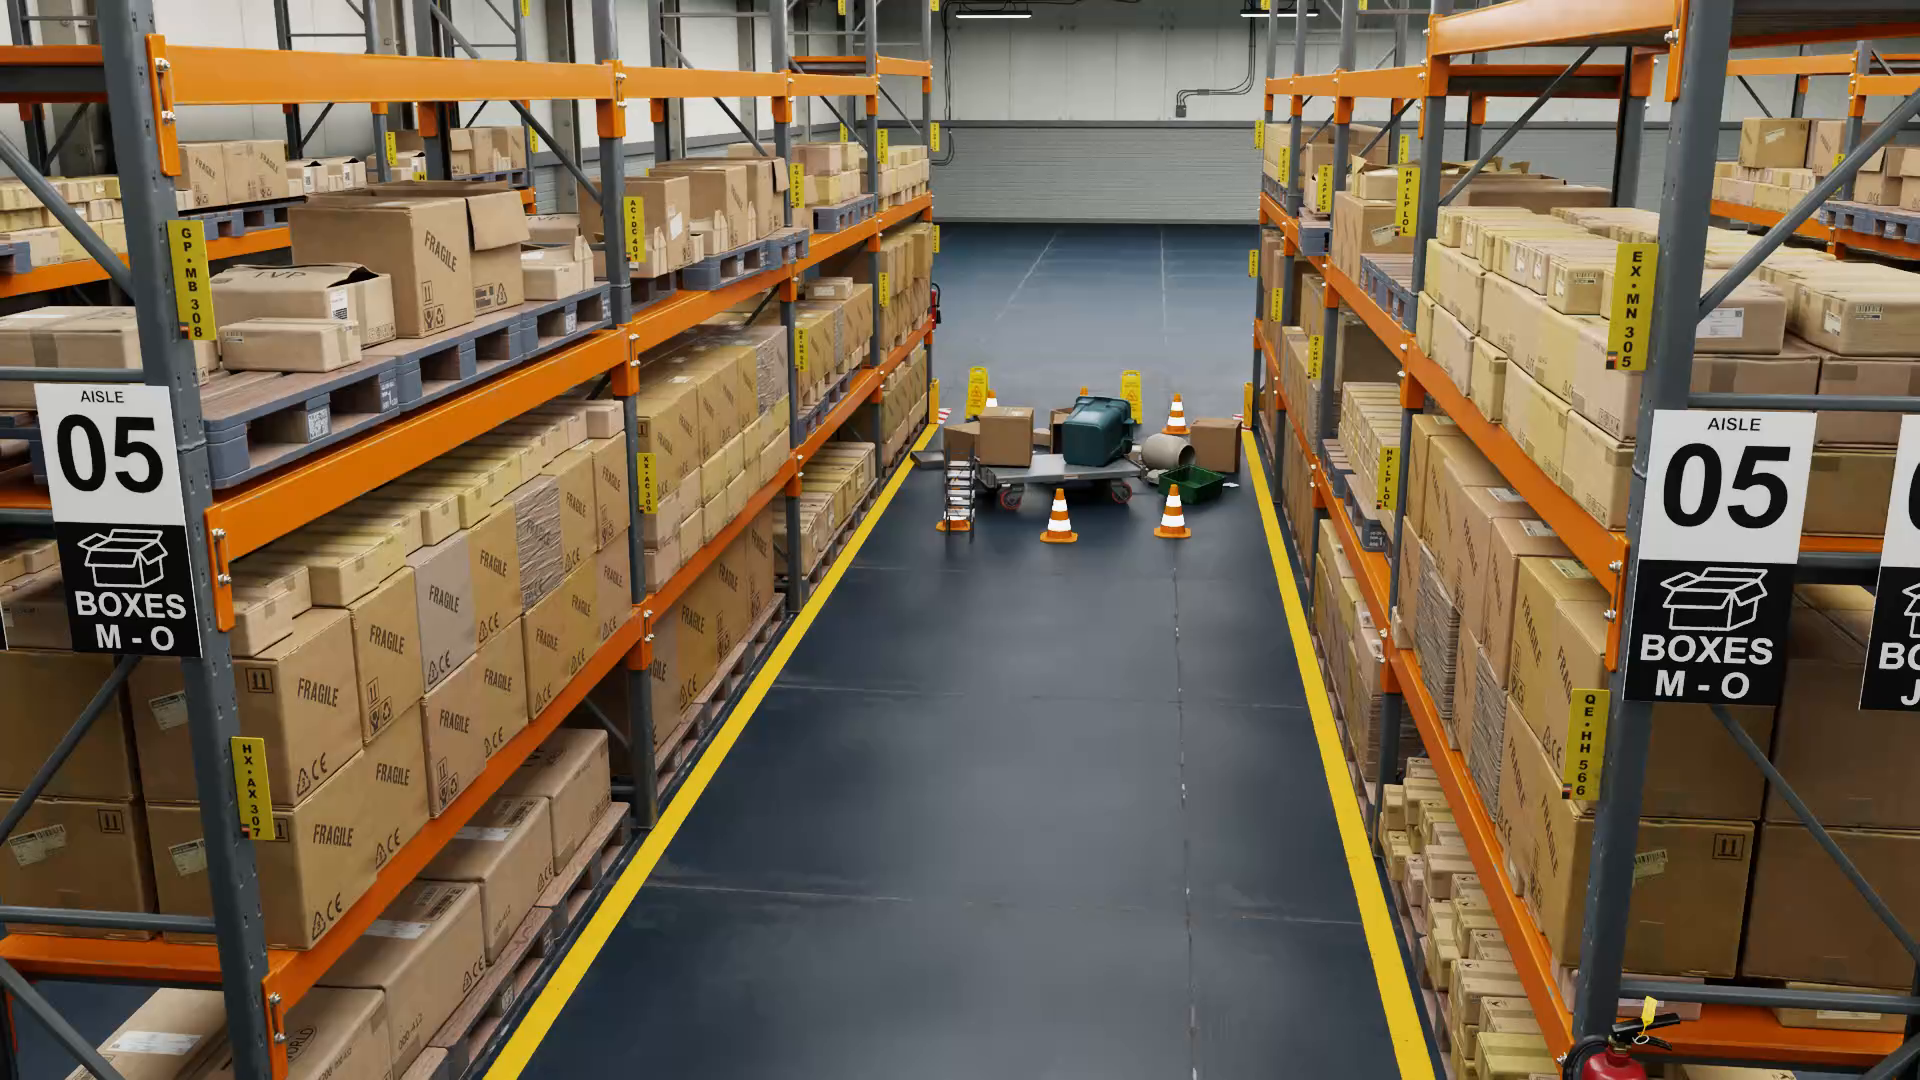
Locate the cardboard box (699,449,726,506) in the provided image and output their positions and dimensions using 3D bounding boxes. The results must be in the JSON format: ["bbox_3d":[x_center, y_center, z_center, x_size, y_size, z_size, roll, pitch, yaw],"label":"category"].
[{"bbox_3d":[-1.760,-0.399,10.307,0.500,0.250,0.500,2,15,7],"label":"cardboard box"}]

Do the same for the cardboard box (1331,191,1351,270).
[{"bbox_3d":[2.848,-2.132,11.448,0.500,0.500,0.500,2,15,6],"label":"cardboard box"}]

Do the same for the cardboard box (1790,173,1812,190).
[{"bbox_3d":[8.363,-3.508,16.254,0.380,0.149,0.250,1,15,5],"label":"cardboard box"}]

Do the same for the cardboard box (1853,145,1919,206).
[{"bbox_3d":[8.394,-3.222,14.671,0.797,0.503,0.637,1,15,3],"label":"cardboard box"}]

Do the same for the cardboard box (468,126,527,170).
[{"bbox_3d":[-5.591,-4.741,20.101,0.500,0.500,0.500,2,15,8],"label":"cardboard box"}]

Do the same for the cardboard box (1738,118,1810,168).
[{"bbox_3d":[8.560,-4.182,17.504,0.500,0.500,0.500,2,15,6],"label":"cardboard box"}]

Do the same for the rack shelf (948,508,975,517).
[{"bbox_3d":[-0.001,-0.226,15.180,0.258,0.077,0.200,2,15,6],"label":"rack shelf"}]

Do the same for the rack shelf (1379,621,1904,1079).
[{"bbox_3d":[2.500,1.128,6.710,1.077,0.370,4.000,2,15,6],"label":"rack shelf"}]

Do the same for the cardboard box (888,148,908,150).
[{"bbox_3d":[-0.788,-4.325,18.706,0.380,0.149,0.250,2,15,6],"label":"cardboard box"}]

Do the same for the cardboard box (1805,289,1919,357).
[{"bbox_3d":[2.537,-0.587,4.495,0.380,0.149,0.250,2,15,6],"label":"cardboard box"}]

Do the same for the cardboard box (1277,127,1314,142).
[{"bbox_3d":[3.496,-4.207,17.274,0.380,0.149,0.250,2,15,6],"label":"cardboard box"}]

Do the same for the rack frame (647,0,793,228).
[{"bbox_3d":[-1.753,-3.791,12.031,1.000,3.000,0.127,2,15,6],"label":"rack frame"}]

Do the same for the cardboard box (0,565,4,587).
[{"bbox_3d":[-6.747,0.262,11.275,0.380,0.149,0.250,2,15,8],"label":"cardboard box"}]

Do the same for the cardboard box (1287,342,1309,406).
[{"bbox_3d":[3.186,-1.472,14.756,0.500,0.500,0.500,2,15,6],"label":"cardboard box"}]

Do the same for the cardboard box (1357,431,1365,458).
[{"bbox_3d":[2.810,-0.611,10.871,0.380,0.149,0.250,2,15,6],"label":"cardboard box"}]

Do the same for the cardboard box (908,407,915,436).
[{"bbox_3d":[-0.794,-1.358,18.988,0.500,0.250,0.500,1,15,4],"label":"cardboard box"}]

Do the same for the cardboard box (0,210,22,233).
[{"bbox_3d":[-6.658,-2.176,11.329,0.380,0.149,0.250,2,15,8],"label":"cardboard box"}]

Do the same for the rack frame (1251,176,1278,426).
[{"bbox_3d":[4.079,-2.850,20.045,1.000,3.000,0.127,2,15,6],"label":"rack frame"}]

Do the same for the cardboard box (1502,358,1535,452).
[{"bbox_3d":[2.182,-0.463,5.756,0.500,0.250,0.500,2,15,9],"label":"cardboard box"}]

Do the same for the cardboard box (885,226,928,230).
[{"bbox_3d":[-0.756,-3.375,19.306,0.700,0.500,0.500,2,15,7],"label":"cardboard box"}]

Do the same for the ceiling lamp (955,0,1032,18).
[{"bbox_3d":[0.911,-15.314,43.461,2.000,3.185,0.800,2,15,6],"label":"ceiling lamp"}]

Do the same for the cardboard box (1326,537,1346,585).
[{"bbox_3d":[2.801,0.170,11.424,0.500,0.250,0.500,2,15,6],"label":"cardboard box"}]

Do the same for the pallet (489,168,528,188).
[{"bbox_3d":[-5.888,-4.338,19.969,1.003,0.211,1.213,2,15,6],"label":"pallet"}]

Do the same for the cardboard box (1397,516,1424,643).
[{"bbox_3d":[2.419,0.191,8.035,0.500,0.500,0.500,1,15,5],"label":"cardboard box"}]

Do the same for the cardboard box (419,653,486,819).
[{"bbox_3d":[-2.212,0.752,6.531,0.500,0.500,0.500,2,15,6],"label":"cardboard box"}]

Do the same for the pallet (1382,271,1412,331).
[{"bbox_3d":[2.901,-1.252,8.748,1.213,0.211,1.003,2,15,6],"label":"pallet"}]

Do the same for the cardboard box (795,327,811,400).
[{"bbox_3d":[-1.472,-1.400,13.114,0.500,0.500,0.500,1,15,5],"label":"cardboard box"}]

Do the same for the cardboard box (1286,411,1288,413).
[{"bbox_3d":[3.769,-1.151,17.026,0.875,0.875,0.875,2,15,7],"label":"cardboard box"}]

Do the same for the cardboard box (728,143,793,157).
[{"bbox_3d":[-1.812,-3.483,15.163,0.500,0.250,0.500,1,15,5],"label":"cardboard box"}]

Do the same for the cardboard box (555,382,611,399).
[{"bbox_3d":[-2.352,-0.646,9.787,0.500,0.500,0.500,2,15,7],"label":"cardboard box"}]

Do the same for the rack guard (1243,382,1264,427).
[{"bbox_3d":[4.082,-1.650,20.394,1.175,0.500,0.348,2,15,6],"label":"rack guard"}]

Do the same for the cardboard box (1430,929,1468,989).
[{"bbox_3d":[2.203,1.776,7.022,0.380,0.149,0.250,2,15,7],"label":"cardboard box"}]

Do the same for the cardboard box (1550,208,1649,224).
[{"bbox_3d":[2.962,-1.458,7.716,0.380,0.149,0.250,1,15,4],"label":"cardboard box"}]

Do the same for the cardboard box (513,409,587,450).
[{"bbox_3d":[-2.061,-0.547,8.178,0.380,0.149,0.250,2,15,8],"label":"cardboard box"}]

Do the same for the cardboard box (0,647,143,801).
[{"bbox_3d":[-2.838,0.517,5.485,0.500,0.500,0.500,2,15,8],"label":"cardboard box"}]

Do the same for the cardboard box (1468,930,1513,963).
[{"bbox_3d":[2.277,1.705,6.716,0.380,0.149,0.250,1,15,4],"label":"cardboard box"}]

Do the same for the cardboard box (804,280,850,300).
[{"bbox_3d":[-1.202,-2.263,15.064,0.380,0.149,0.250,1,15,4],"label":"cardboard box"}]

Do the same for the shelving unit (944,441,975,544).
[{"bbox_3d":[-0.001,-0.432,15.125,0.258,0.900,0.210,2,15,6],"label":"shelving unit"}]

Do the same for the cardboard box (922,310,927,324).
[{"bbox_3d":[-0.598,-2.676,19.883,0.380,0.149,0.250,2,15,6],"label":"cardboard box"}]

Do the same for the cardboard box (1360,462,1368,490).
[{"bbox_3d":[2.778,-0.403,10.670,0.380,0.149,0.250,2,15,7],"label":"cardboard box"}]

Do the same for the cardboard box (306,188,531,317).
[{"bbox_3d":[-2.325,-1.256,7.207,0.797,0.503,0.637,3,15,11],"label":"cardboard box"}]

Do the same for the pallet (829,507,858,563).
[{"bbox_3d":[-1.523,-0.067,15.094,1.003,0.211,1.213,2,15,6],"label":"pallet"}]

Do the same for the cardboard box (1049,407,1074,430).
[{"bbox_3d":[1.467,-1.235,18.852,0.797,0.503,0.637,-10,18,-32],"label":"cardboard box"}]

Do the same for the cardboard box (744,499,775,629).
[{"bbox_3d":[-1.914,0.105,12.383,0.875,0.875,0.875,2,15,6],"label":"cardboard box"}]

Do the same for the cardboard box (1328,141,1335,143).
[{"bbox_3d":[4.130,-4.095,17.622,0.500,0.250,0.500,2,15,7],"label":"cardboard box"}]

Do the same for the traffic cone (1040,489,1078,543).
[{"bbox_3d":[0.910,-0.240,15.253,0.336,0.463,0.334,2,15,6],"label":"traffic cone"}]

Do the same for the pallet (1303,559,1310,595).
[{"bbox_3d":[3.341,0.368,13.484,1.003,0.211,1.213,2,15,6],"label":"pallet"}]

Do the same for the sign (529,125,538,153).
[{"bbox_3d":[-5.245,-4.933,20.455,0.100,0.325,0.005,2,15,6],"label":"sign"}]

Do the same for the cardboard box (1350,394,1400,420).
[{"bbox_3d":[2.872,-0.897,11.357,0.380,0.149,0.250,2,15,6],"label":"cardboard box"}]

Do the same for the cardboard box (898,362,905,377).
[{"bbox_3d":[-0.810,-1.862,18.174,0.380,0.149,0.250,3,15,9],"label":"cardboard box"}]

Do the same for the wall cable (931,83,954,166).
[{"bbox_3d":[-1.725,-12.864,51.533,3.097,2.526,0.112,2,15,6],"label":"wall cable"}]

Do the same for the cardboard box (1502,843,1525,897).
[{"bbox_3d":[2.114,1.132,5.798,0.380,0.149,0.250,2,15,8],"label":"cardboard box"}]

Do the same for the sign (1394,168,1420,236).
[{"bbox_3d":[2.174,-1.641,8.081,0.100,0.325,0.005,2,15,6],"label":"sign"}]

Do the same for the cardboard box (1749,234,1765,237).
[{"bbox_3d":[8.600,-3.089,18.249,0.500,0.500,0.500,2,15,6],"label":"cardboard box"}]

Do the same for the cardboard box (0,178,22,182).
[{"bbox_3d":[-7.059,-2.600,12.325,0.380,0.149,0.250,2,15,7],"label":"cardboard box"}]

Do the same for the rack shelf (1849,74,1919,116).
[{"bbox_3d":[8.319,-3.478,13.016,1.077,0.370,4.000,2,15,6],"label":"rack shelf"}]

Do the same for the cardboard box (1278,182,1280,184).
[{"bbox_3d":[3.436,-3.693,16.901,0.380,0.149,0.250,2,15,6],"label":"cardboard box"}]

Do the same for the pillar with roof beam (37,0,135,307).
[{"bbox_3d":[-3.156,-4.174,13.448,9.100,9.000,0.400,2,15,6],"label":"pillar with roof beam"}]

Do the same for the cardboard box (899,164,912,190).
[{"bbox_3d":[-0.807,-3.952,18.091,0.500,0.250,0.500,2,15,7],"label":"cardboard box"}]
